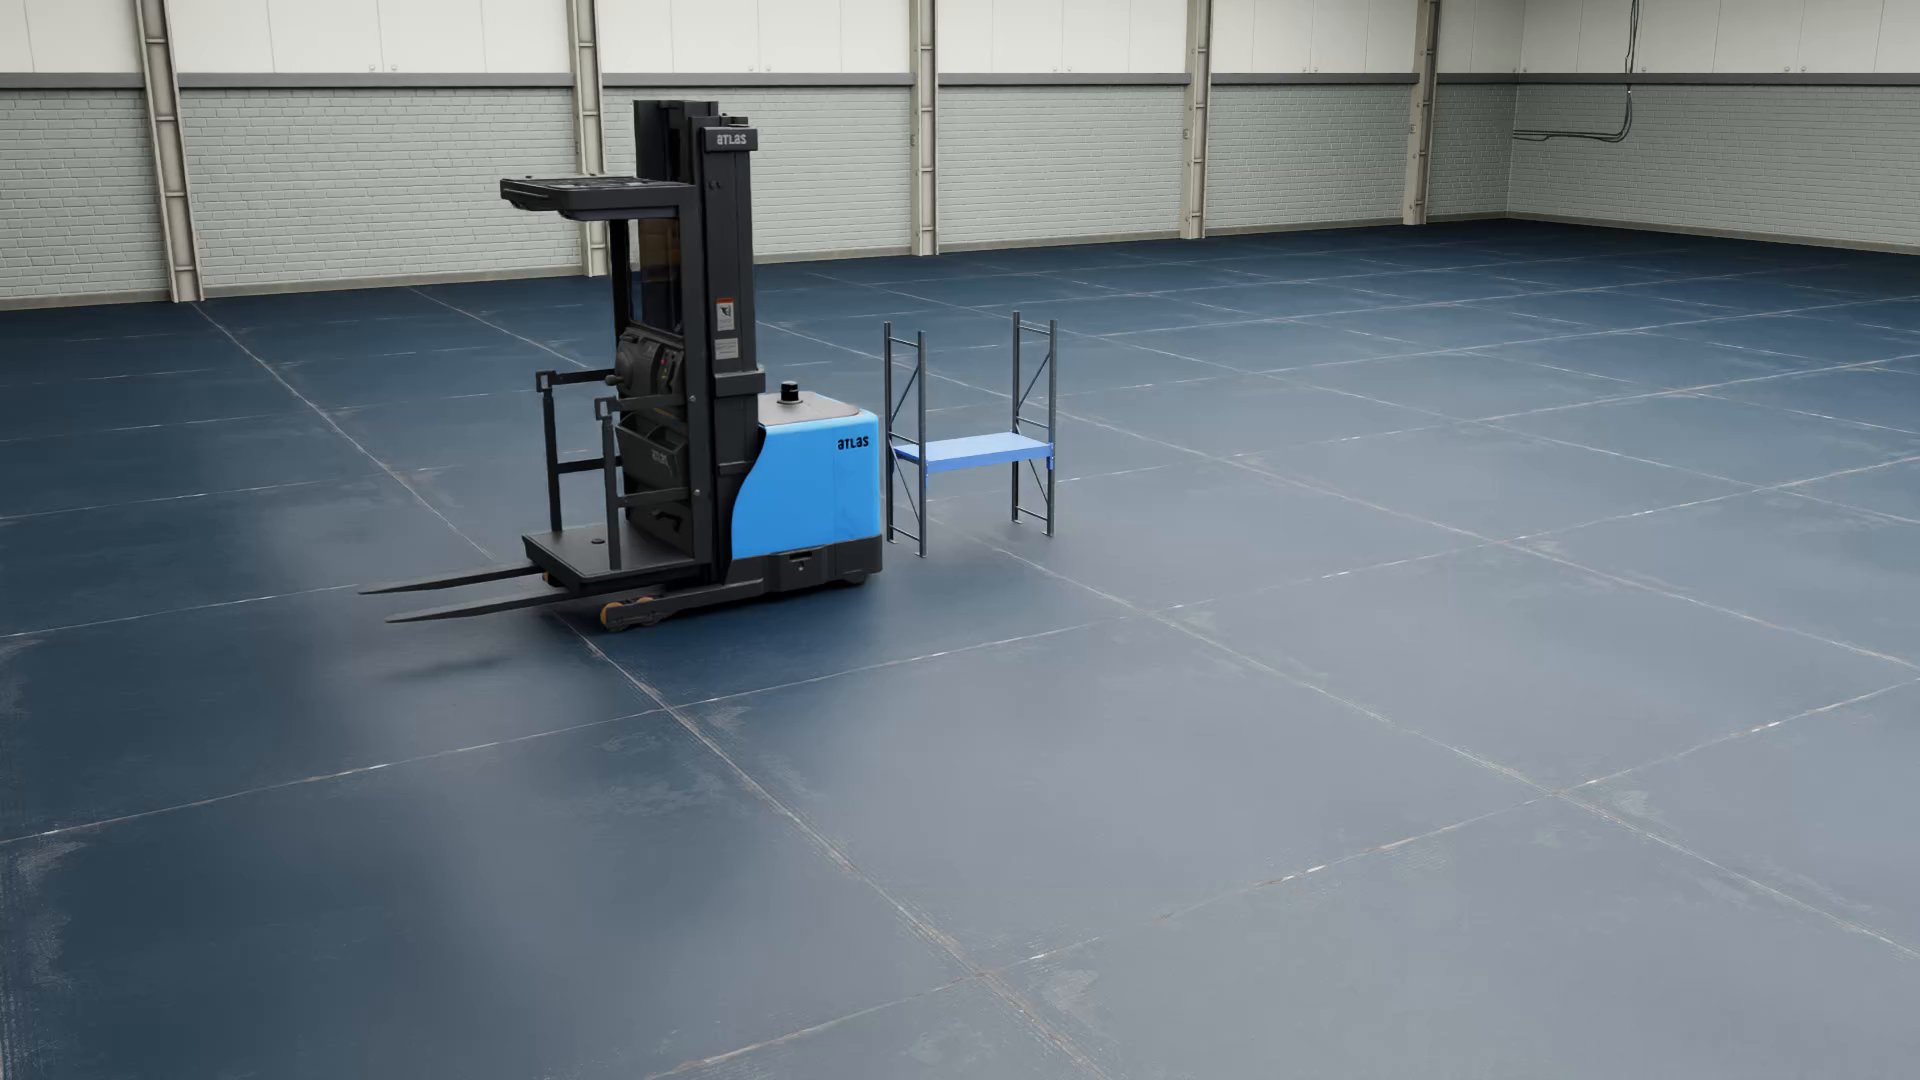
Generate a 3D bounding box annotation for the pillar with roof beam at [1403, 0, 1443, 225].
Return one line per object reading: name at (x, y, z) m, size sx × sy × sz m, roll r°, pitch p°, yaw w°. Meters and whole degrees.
pillar with roof beam at (11.881, -10.060, 30.627) m, size 0.400 × 9.000 × 9.100 m, roll -9°, pitch 18°, yaw -30°

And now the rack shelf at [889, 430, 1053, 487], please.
rack shelf at (0.073, -0.561, 11.298) m, size 1.000 × 0.185 × 0.538 m, roll -9°, pitch 18°, yaw -30°

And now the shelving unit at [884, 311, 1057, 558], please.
shelving unit at (0.073, -0.734, 11.250) m, size 1.048 × 1.500 × 0.538 m, roll -9°, pitch 18°, yaw -30°

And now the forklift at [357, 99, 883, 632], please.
forklift at (-2.005, -1.048, 9.720) m, size 3.031 × 2.935 × 1.130 m, roll -10°, pitch 18°, yaw -31°

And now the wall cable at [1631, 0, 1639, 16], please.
wall cable at (14.263, -11.471, 32.054) m, size 0.112 × 2.526 × 3.097 m, roll -9°, pitch 18°, yaw -30°

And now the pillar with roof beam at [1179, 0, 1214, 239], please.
pillar with roof beam at (6.738, -9.226, 27.651) m, size 0.400 × 9.000 × 9.100 m, roll -9°, pitch 18°, yaw -30°

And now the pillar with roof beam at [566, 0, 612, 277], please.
pillar with roof beam at (-3.549, -7.558, 21.701) m, size 0.400 × 9.000 × 9.100 m, roll -9°, pitch 18°, yaw -30°

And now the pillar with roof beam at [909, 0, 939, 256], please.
pillar with roof beam at (1.595, -8.392, 24.676) m, size 0.400 × 9.000 × 9.100 m, roll -9°, pitch 18°, yaw -30°

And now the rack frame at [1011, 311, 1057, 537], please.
rack frame at (0.509, -0.805, 11.502) m, size 0.032 × 1.500 × 0.500 m, roll -9°, pitch 18°, yaw -30°

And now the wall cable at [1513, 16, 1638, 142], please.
wall cable at (12.870, -9.665, 34.968) m, size 0.112 × 2.526 × 3.097 m, roll -9°, pitch 18°, yaw -30°

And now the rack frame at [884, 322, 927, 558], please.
rack frame at (-0.363, -0.663, 10.998) m, size 0.032 × 1.500 × 0.500 m, roll -9°, pitch 18°, yaw -30°

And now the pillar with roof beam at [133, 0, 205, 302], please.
pillar with roof beam at (-8.692, -6.724, 18.725) m, size 0.400 × 9.000 × 9.100 m, roll -9°, pitch 18°, yaw -30°
